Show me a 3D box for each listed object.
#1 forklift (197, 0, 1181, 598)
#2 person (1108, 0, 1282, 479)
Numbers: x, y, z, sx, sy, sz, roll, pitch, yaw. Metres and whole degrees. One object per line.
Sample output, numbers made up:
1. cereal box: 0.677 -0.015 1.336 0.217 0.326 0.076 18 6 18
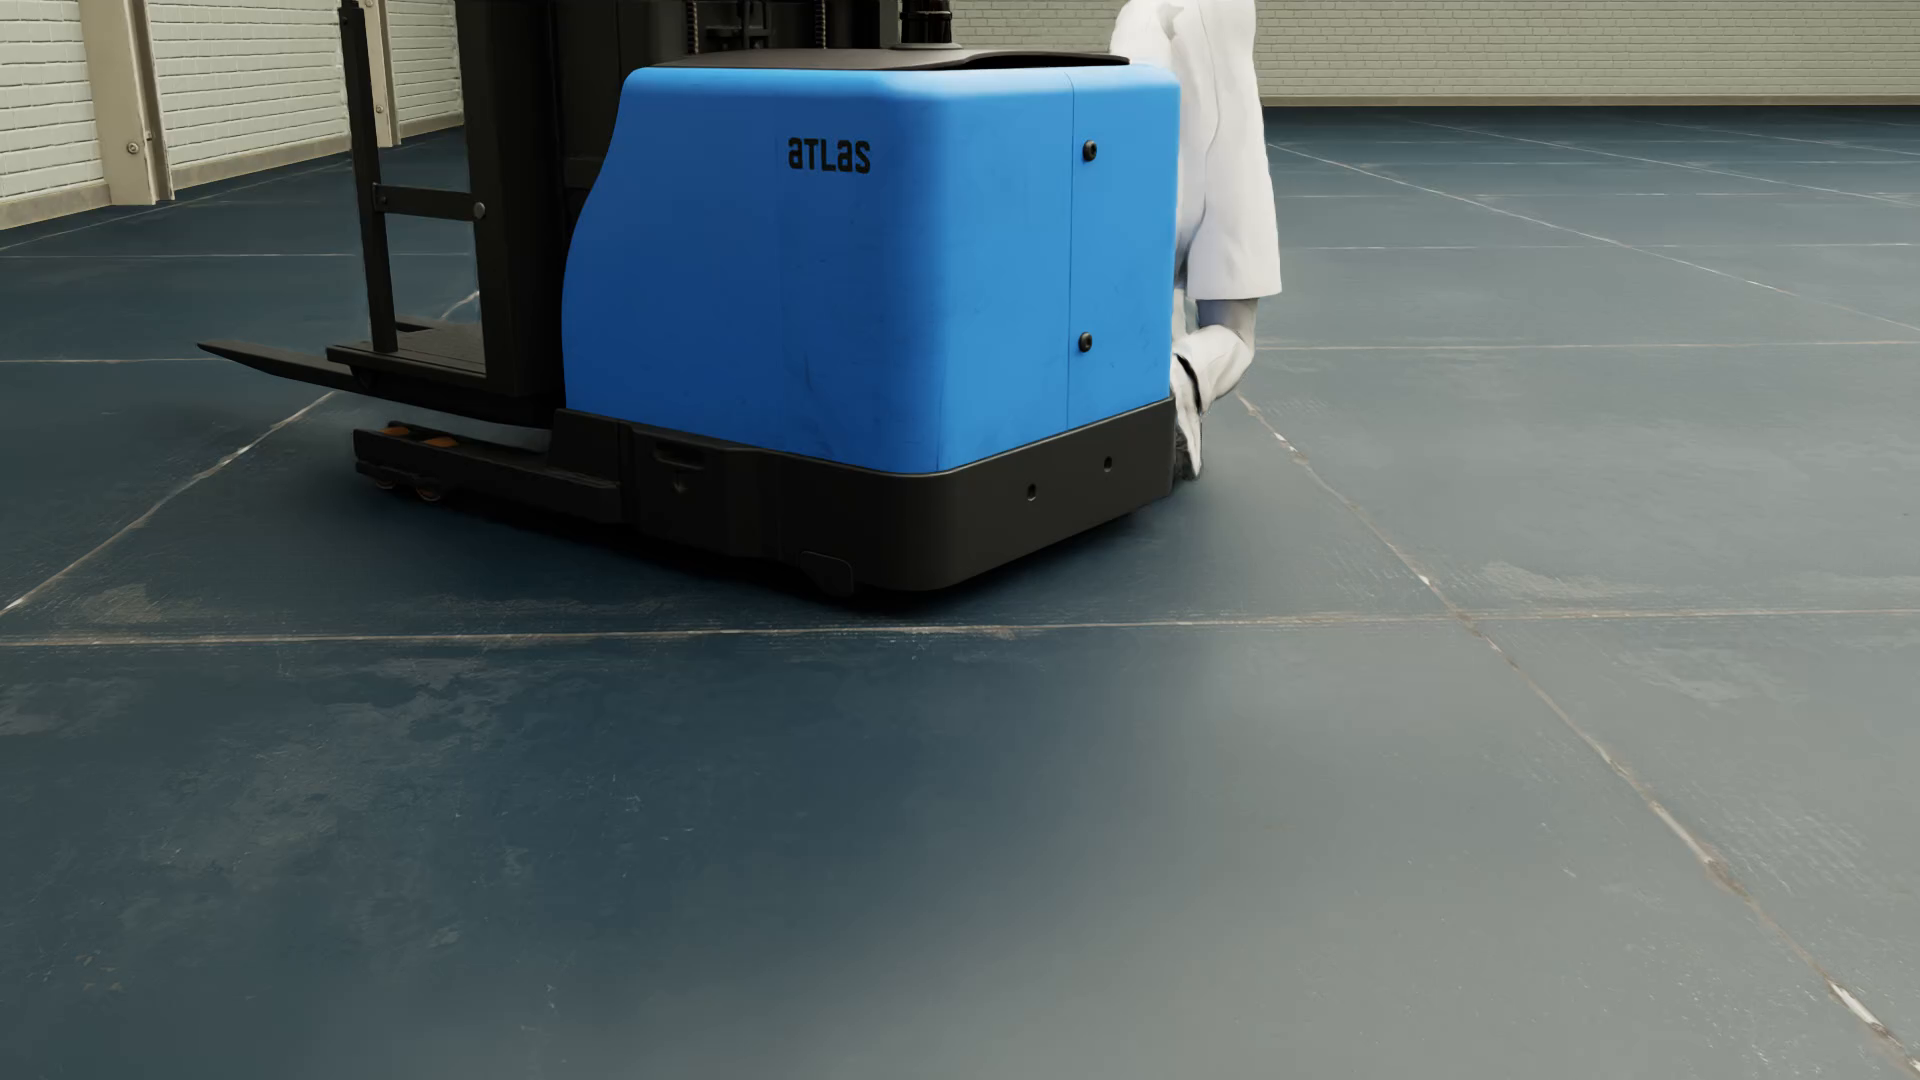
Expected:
1. forklift: -0.960 -1.607 4.161 3.031 2.935 1.130 13 21 35
2. person: 0.551 -0.963 4.550 0.700 1.545 0.944 -1 17 -5
